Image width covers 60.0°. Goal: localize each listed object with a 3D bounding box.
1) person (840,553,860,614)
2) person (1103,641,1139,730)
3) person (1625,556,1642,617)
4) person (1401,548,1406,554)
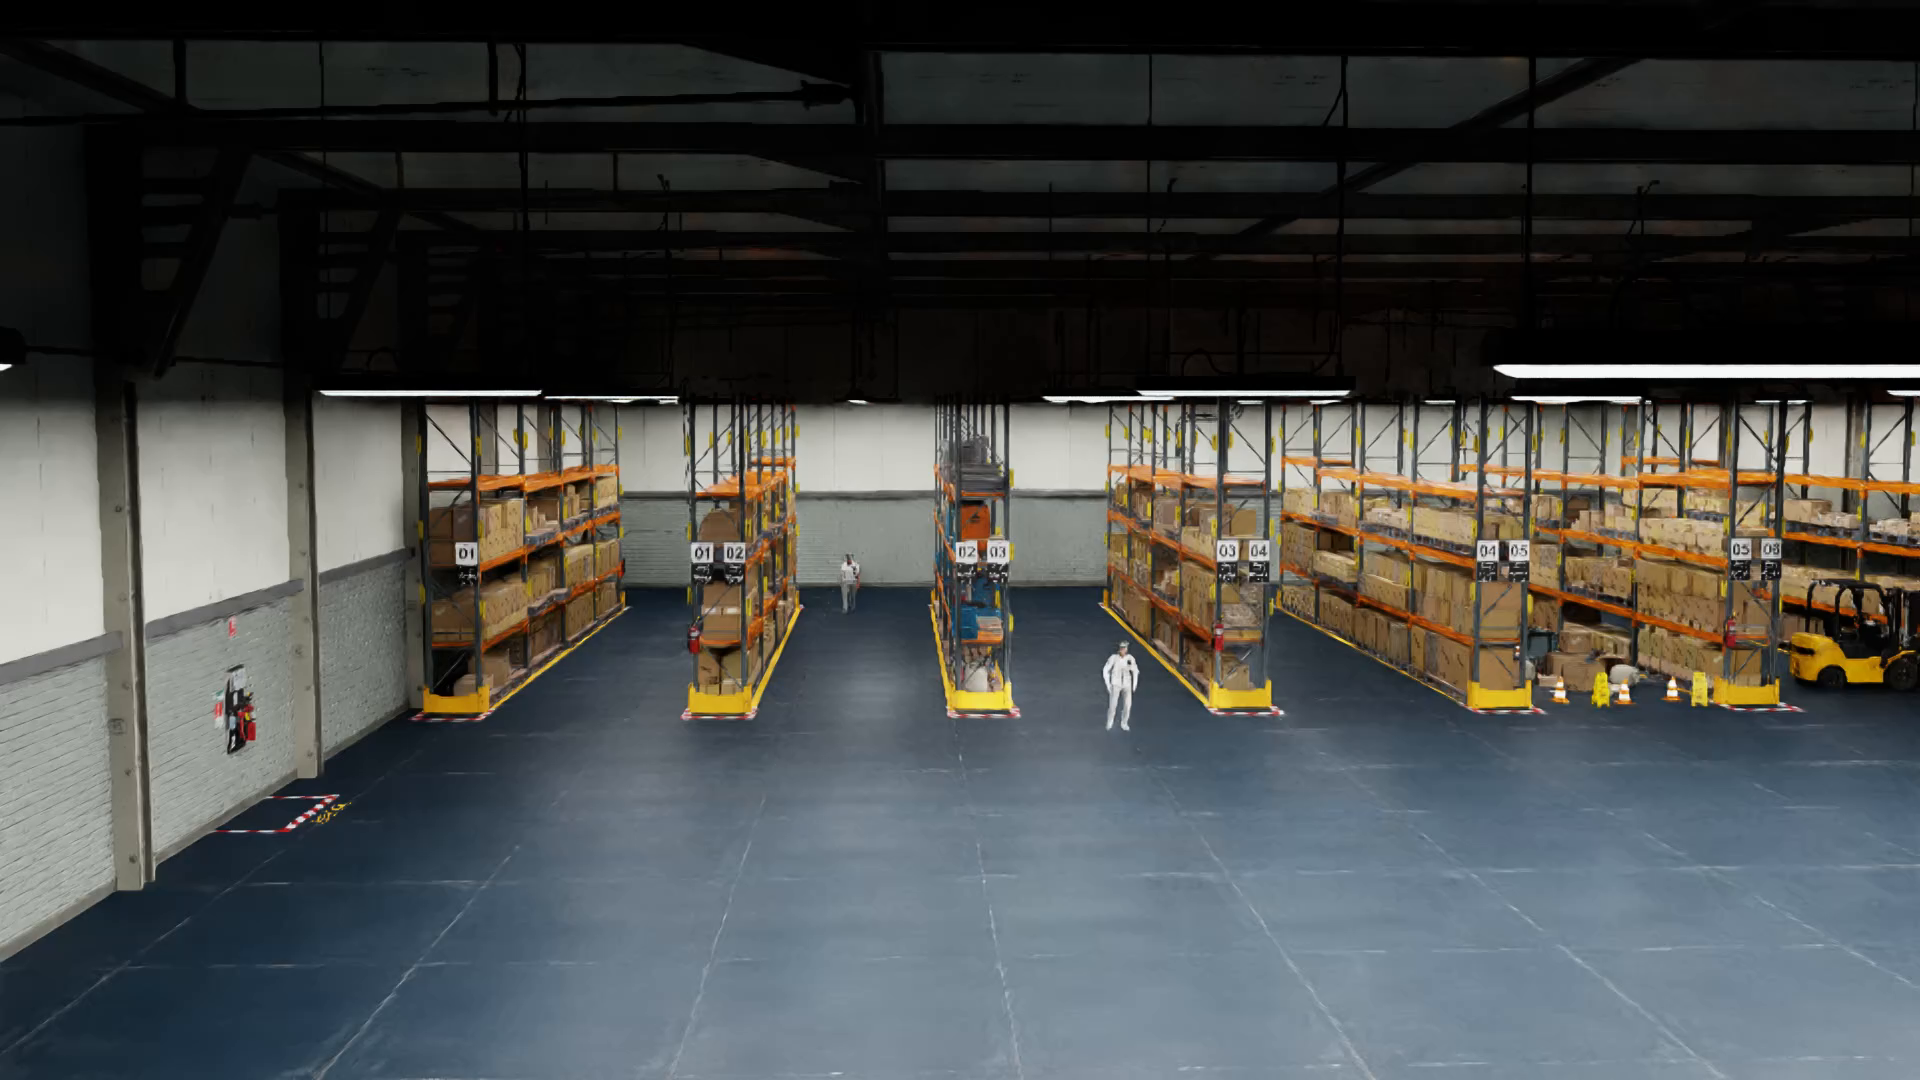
[{"bbox_3d":[-3.036,1.186,45.987,0.540,1.676,1.130,0,5,-4],"label":"person"},{"bbox_3d":[2.841,2.563,29.407,0.639,1.628,0.506,0,5,-4],"label":"person"},{"bbox_3d":[18.184,1.244,44.724,0.557,1.764,0.651,1,5,11],"label":"person"},{"bbox_3d":[13.251,0.936,49.759,0.419,1.590,0.566,-3,5,-31],"label":"person"}]
